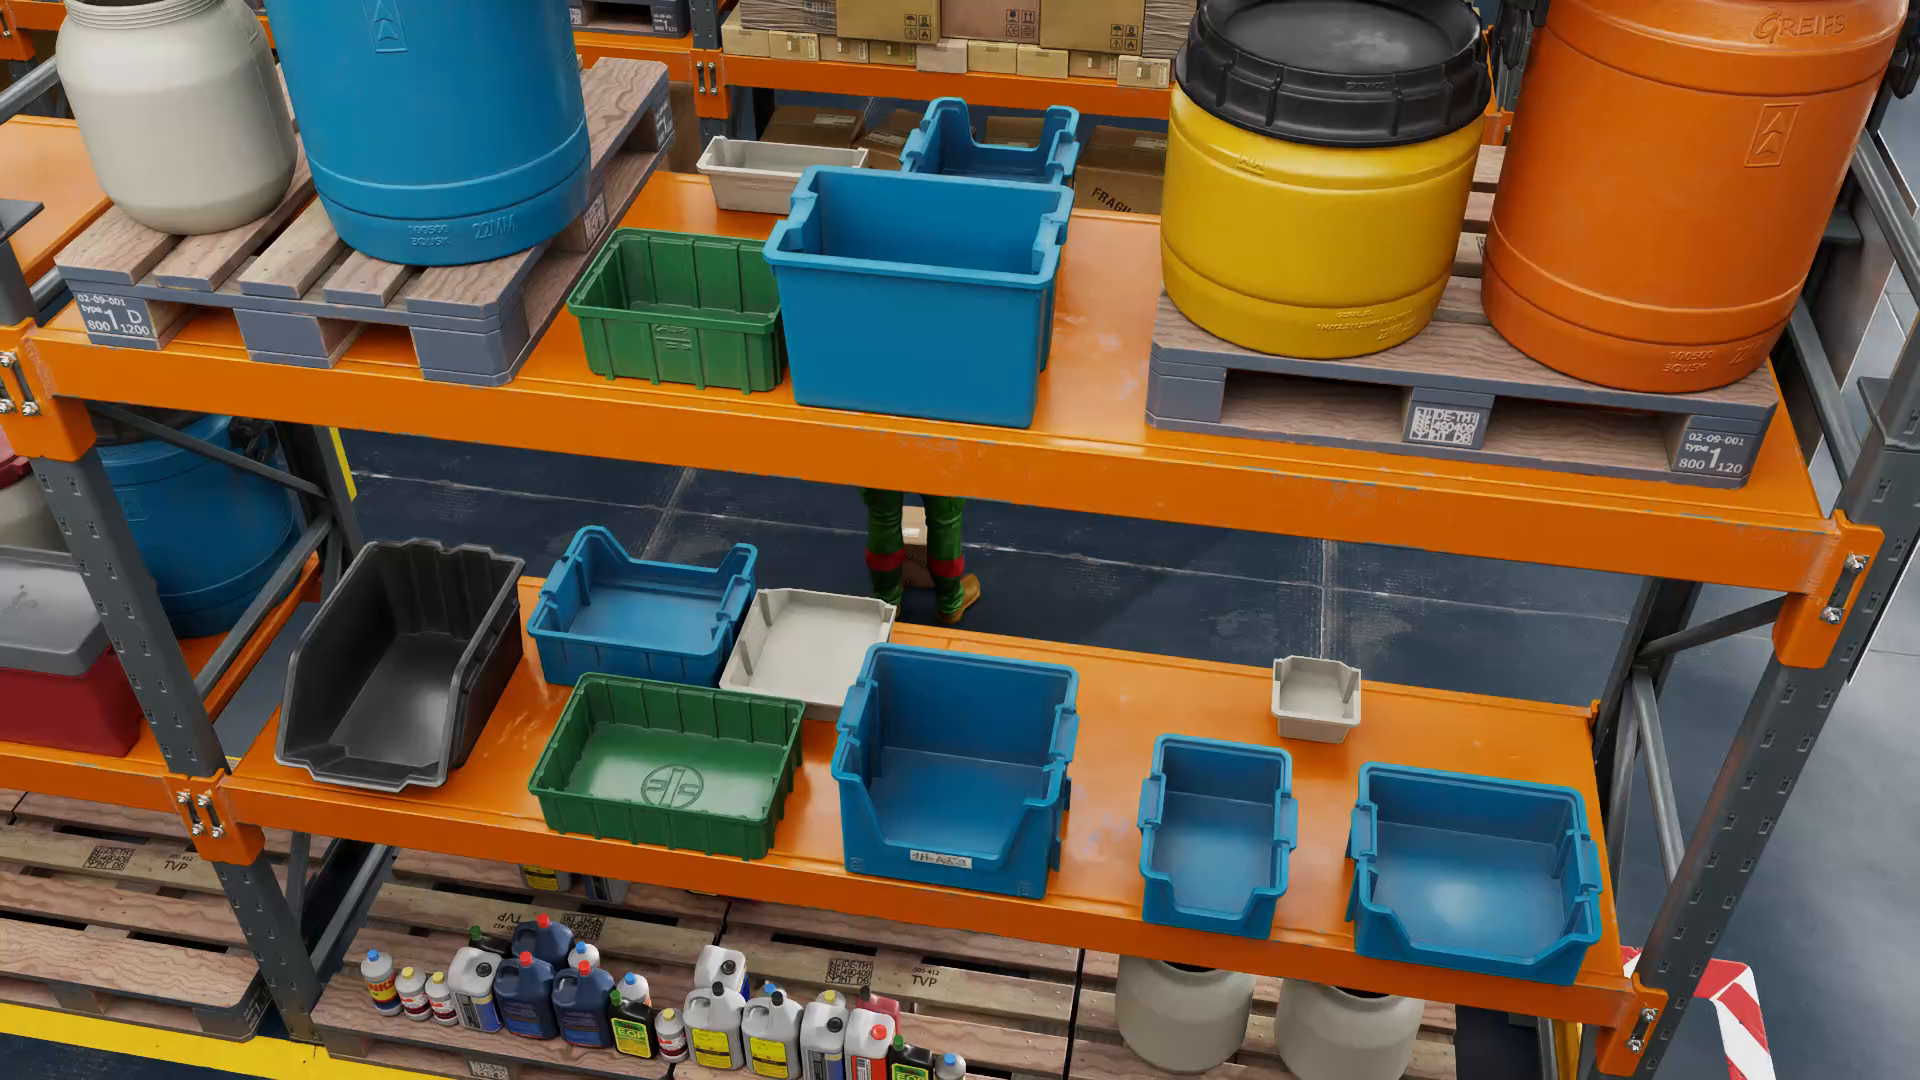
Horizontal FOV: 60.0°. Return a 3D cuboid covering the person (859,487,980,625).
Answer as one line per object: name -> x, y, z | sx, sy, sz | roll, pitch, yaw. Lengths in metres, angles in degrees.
person -> -0.200, -0.410, 6.631 | 0.615, 1.778, 0.456 | 6, 41, 7
